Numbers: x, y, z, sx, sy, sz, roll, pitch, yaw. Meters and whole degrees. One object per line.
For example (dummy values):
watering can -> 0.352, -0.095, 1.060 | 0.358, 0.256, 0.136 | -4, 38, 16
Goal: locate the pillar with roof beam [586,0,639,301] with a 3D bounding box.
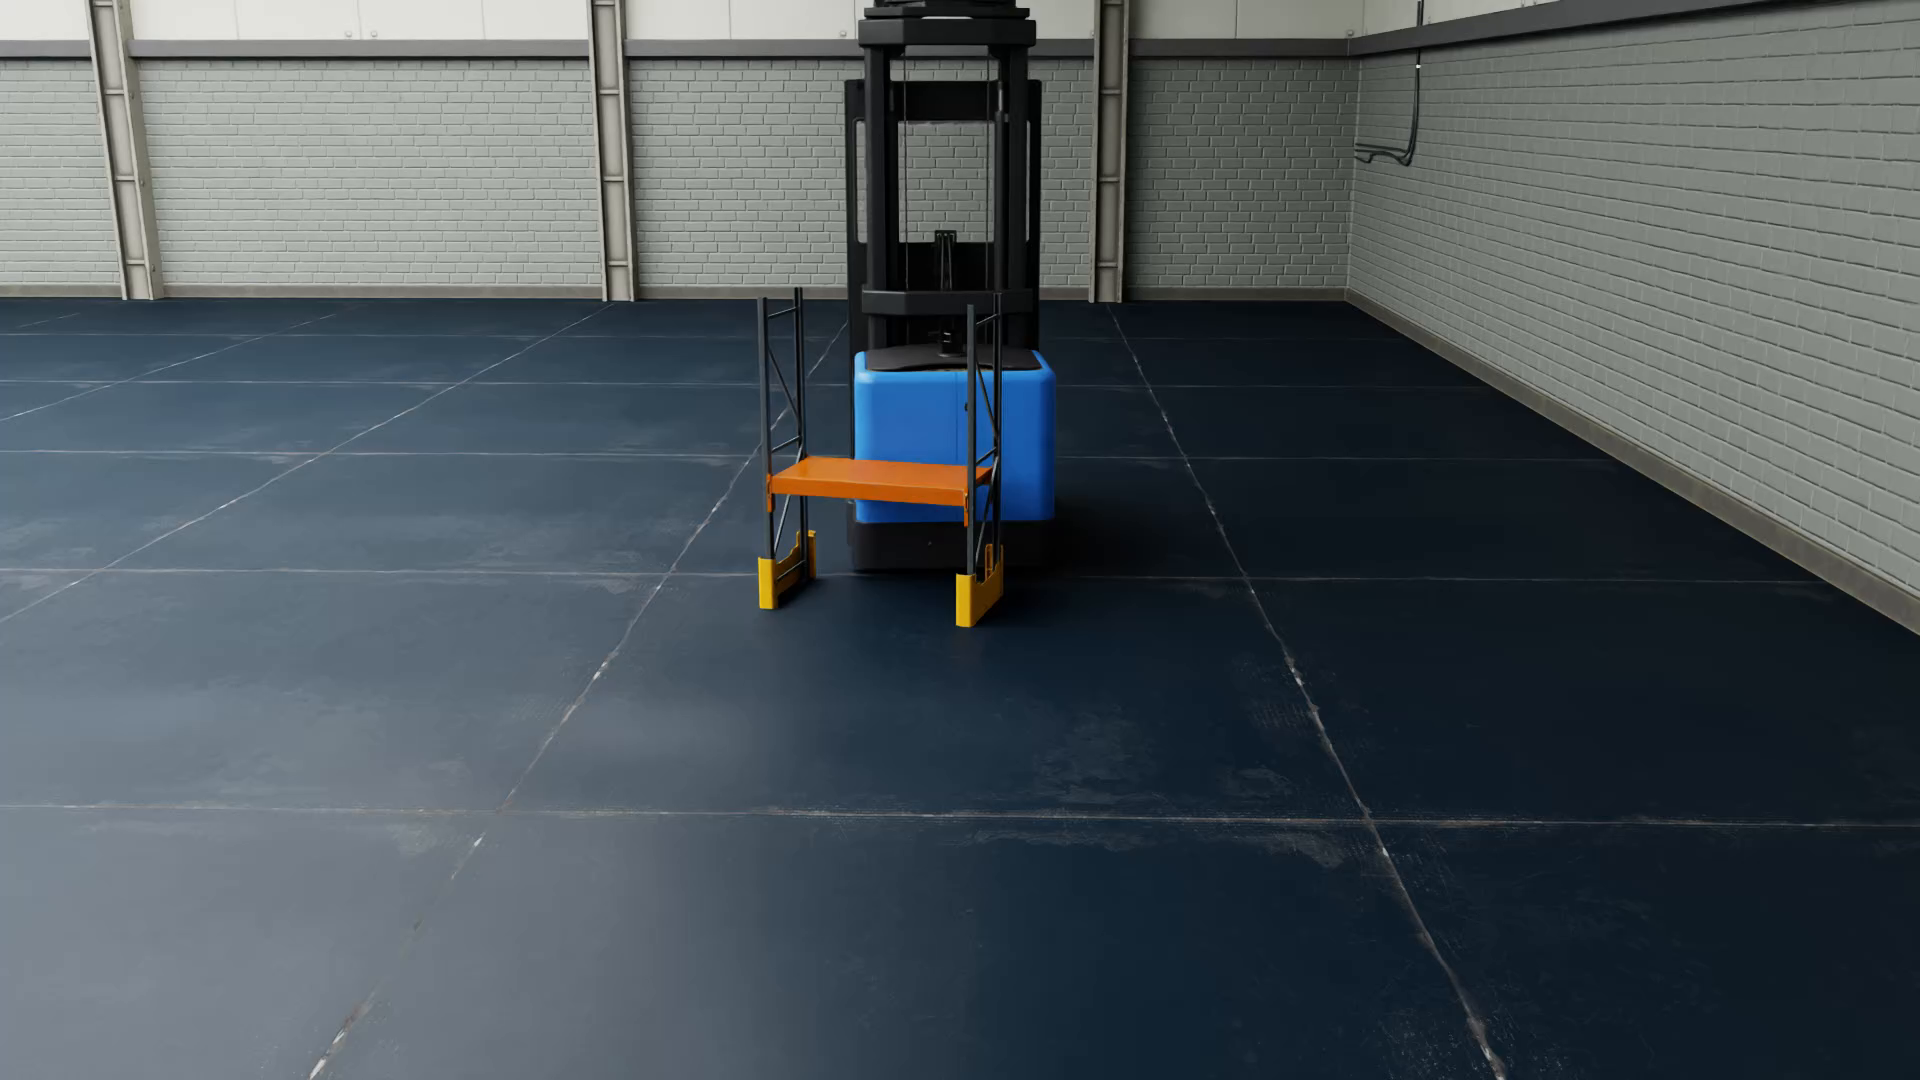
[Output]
pillar with roof beam -> -4.317, -6.237, 15.341 | 0.400, 9.000, 9.100 | 0, 15, 1

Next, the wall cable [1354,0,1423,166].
wall cable -> 4.702, -5.438, 18.400 | 0.112, 2.526, 3.097 | 0, 15, 1

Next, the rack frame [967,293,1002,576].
rack frame -> 0.117, -0.388, 7.871 | 0.032, 1.500, 0.500 | 4, 15, 16

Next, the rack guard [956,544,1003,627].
rack guard -> 0.099, 0.215, 8.036 | 0.087, 0.250, 0.587 | 4, 15, 16

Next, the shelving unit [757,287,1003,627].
shelving unit -> -0.379, -0.425, 8.011 | 1.083, 1.500, 0.587 | 4, 15, 16

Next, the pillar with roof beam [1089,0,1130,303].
pillar with roof beam -> 1.681, -6.198, 15.193 | 0.400, 9.000, 9.100 | 0, 15, 1

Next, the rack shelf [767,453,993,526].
rack shelf -> -0.371, -0.250, 8.054 | 1.000, 0.185, 0.538 | 4, 15, 16

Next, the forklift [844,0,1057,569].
forklift -> -0.111, -1.591, 9.626 | 1.130, 2.935, 3.031 | -1, 15, -4

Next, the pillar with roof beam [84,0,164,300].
pillar with roof beam -> -10.315, -6.276, 15.490 | 0.400, 9.000, 9.100 | 0, 15, 1

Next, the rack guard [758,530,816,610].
rack guard -> -0.858, 0.144, 8.305 | 0.087, 0.250, 0.587 | 4, 15, 16

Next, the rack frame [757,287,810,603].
rack frame -> -0.859, -0.461, 8.146 | 0.032, 1.500, 0.500 | 4, 15, 16
